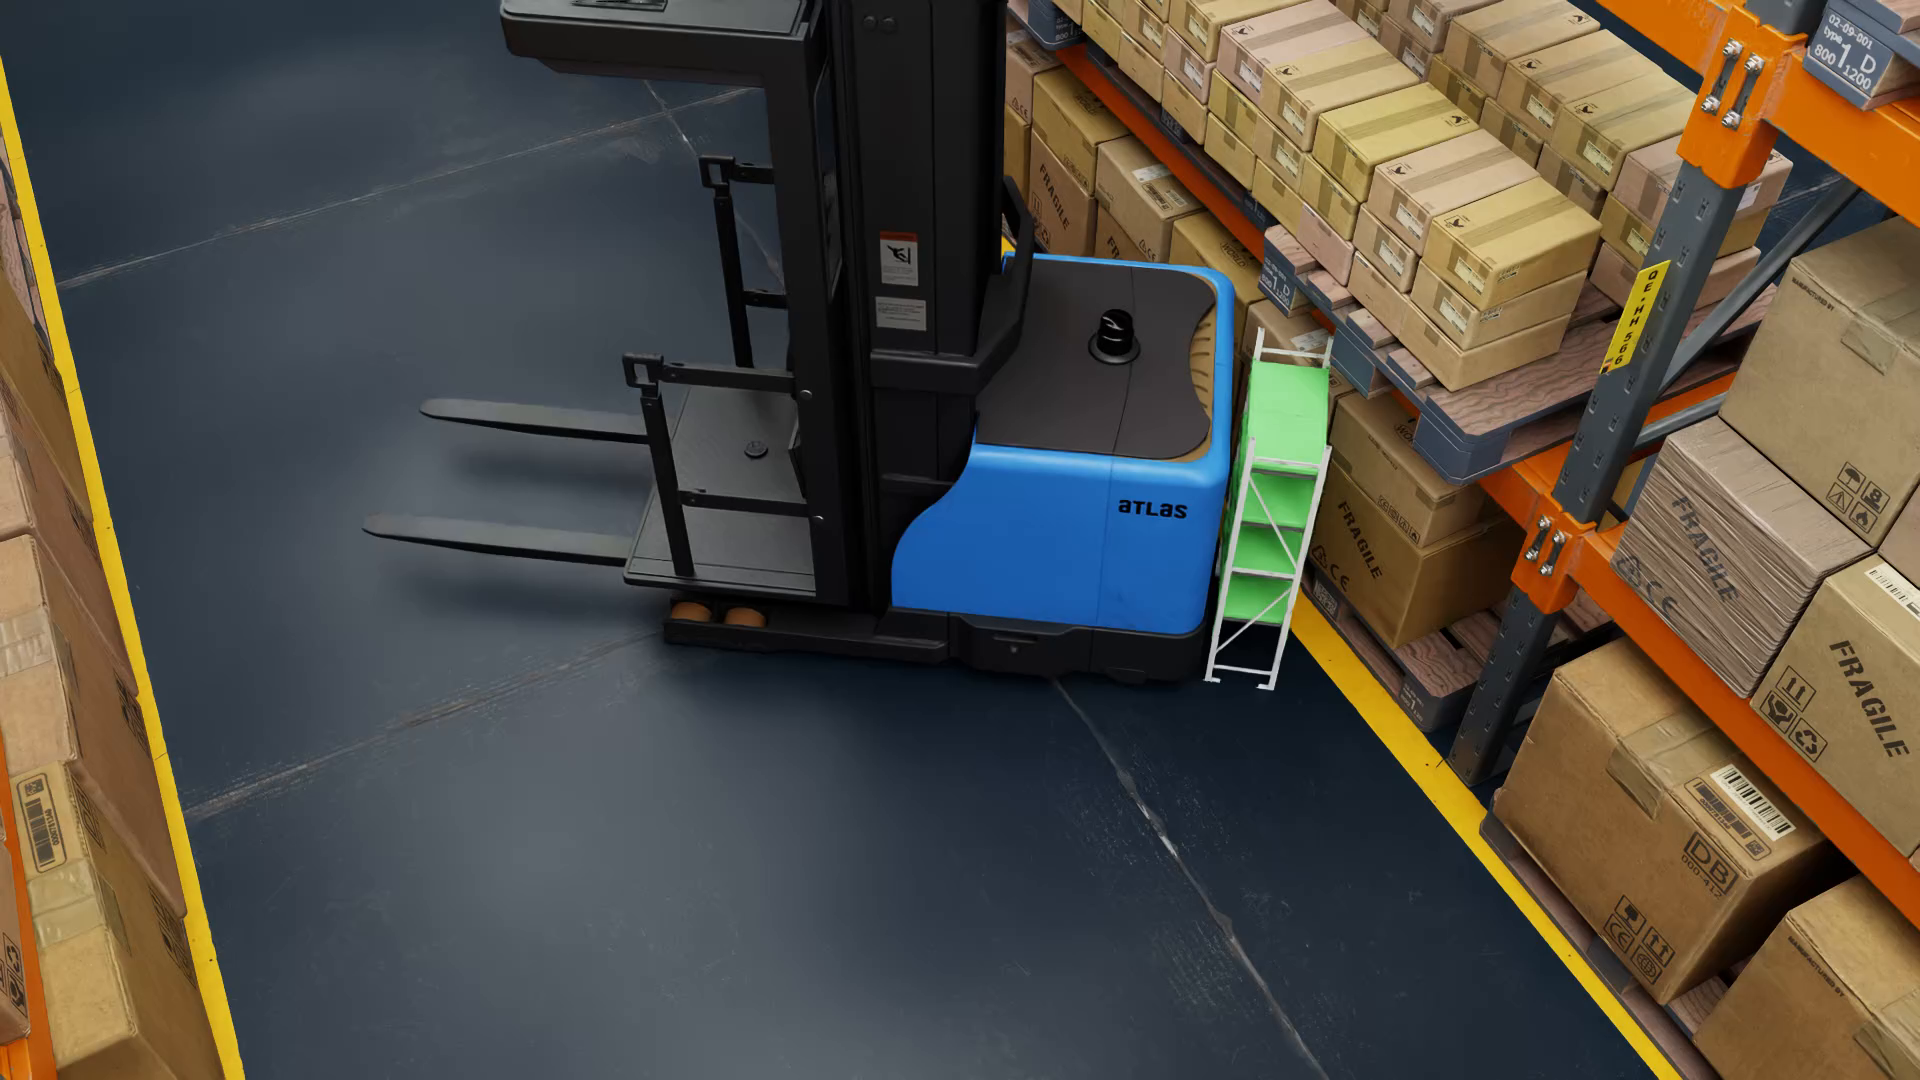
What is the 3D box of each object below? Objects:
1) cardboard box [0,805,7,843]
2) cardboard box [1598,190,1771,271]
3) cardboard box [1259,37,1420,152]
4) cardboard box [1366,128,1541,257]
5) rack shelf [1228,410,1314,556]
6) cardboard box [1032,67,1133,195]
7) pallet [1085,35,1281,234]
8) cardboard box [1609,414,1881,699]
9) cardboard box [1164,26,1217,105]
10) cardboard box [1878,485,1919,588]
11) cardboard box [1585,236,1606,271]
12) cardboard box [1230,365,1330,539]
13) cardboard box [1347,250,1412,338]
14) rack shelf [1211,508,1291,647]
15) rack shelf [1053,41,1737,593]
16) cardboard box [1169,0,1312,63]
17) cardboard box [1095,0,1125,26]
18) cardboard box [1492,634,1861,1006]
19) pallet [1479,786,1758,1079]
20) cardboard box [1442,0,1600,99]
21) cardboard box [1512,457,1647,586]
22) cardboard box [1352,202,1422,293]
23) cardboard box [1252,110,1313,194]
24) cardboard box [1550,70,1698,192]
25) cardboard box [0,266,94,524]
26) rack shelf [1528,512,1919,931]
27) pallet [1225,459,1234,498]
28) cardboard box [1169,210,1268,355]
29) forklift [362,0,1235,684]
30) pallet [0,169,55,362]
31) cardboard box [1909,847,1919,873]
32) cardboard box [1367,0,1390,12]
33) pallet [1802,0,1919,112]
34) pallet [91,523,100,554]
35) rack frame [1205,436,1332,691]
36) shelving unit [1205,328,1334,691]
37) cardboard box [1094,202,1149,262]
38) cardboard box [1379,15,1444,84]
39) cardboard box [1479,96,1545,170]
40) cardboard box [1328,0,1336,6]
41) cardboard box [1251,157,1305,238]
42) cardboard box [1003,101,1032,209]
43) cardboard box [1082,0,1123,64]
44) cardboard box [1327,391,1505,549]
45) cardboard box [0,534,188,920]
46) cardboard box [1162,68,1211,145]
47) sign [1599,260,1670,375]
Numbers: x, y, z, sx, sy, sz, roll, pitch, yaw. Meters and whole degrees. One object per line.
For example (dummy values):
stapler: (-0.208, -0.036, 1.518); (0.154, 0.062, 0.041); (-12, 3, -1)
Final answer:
cardboard box: (-2.570, 0.473, 3.777); (0.500, 0.500, 0.500); (-22, 53, -18)
cardboard box: (2.062, -0.918, 4.750); (0.380, 0.149, 0.250); (-19, 52, -16)
cardboard box: (1.114, -1.315, 4.900); (0.380, 0.149, 0.250); (-20, 52, -16)
cardboard box: (1.360, -0.962, 4.592); (0.380, 0.149, 0.250); (-22, 52, -18)
rack shelf: (1.017, -0.189, 5.384); (0.258, 0.148, 0.480); (7, 49, 6)
cardboard box: (0.623, -1.670, 6.601); (0.500, 0.250, 0.500); (-20, 52, -17)
pallet: (1.162, -1.619, 5.801); (1.003, 0.211, 1.213); (-21, 52, -18)
cardboard box: (2.070, -0.011, 4.201); (0.500, 0.500, 0.500); (-21, 52, -17)
cardboard box: (0.882, -1.562, 5.313); (0.380, 0.149, 0.250); (-20, 52, -17)
cardboard box: (2.534, -0.092, 3.607); (0.700, 0.500, 0.500); (-22, 52, -18)
cardboard box: (1.957, -0.976, 4.999); (0.380, 0.149, 0.250); (-19, 51, -16)
cardboard box: (1.337, -0.386, 5.977); (0.500, 0.500, 0.500); (-19, 52, -16)
cardboard box: (1.358, -0.766, 4.815); (0.380, 0.149, 0.250); (-21, 52, -18)
rack shelf: (1.017, 0.127, 5.745); (0.258, 0.148, 0.480); (7, 49, 6)
rack shelf: (1.189, -1.474, 6.024); (1.077, 0.370, 4.000); (-21, 52, -18)
cardboard box: (0.883, -1.660, 5.201); (0.380, 0.149, 0.250); (-19, 51, -16)
cardboard box: (0.650, -1.904, 5.613); (0.380, 0.149, 0.250); (-22, 52, -18)
cardboard box: (2.303, 0.669, 4.888); (1.050, 0.750, 0.750); (-22, 52, -18)
pallet: (2.398, 1.100, 5.148); (1.003, 0.211, 1.213); (-21, 52, -18)
cardboard box: (1.711, -1.521, 5.081); (0.380, 0.149, 0.250); (-23, 53, -19)
cardboard box: (2.008, -0.248, 5.856); (0.500, 0.500, 0.500); (-23, 53, -19)
cardboard box: (1.350, -0.877, 4.715); (0.380, 0.149, 0.250); (-19, 52, -16)
cardboard box: (1.113, -1.220, 5.015); (0.380, 0.149, 0.250); (-21, 52, -17)
cardboard box: (1.940, -1.178, 4.780); (0.380, 0.149, 0.250); (-22, 53, -18)
cardboard box: (-3.872, -0.426, 5.762); (1.225, 0.875, 0.875); (-21, 52, -17)
rack shelf: (3.020, 1.204, 3.682); (1.077, 0.370, 4.000); (-21, 52, -18)
pallet: (1.194, -0.793, 6.803); (1.003, 0.211, 1.213); (-21, 52, -18)
cardboard box: (1.099, -0.981, 5.999); (0.500, 0.250, 0.500); (-20, 52, -17)
forklift: (-0.614, -0.961, 5.143); (3.031, 2.935, 1.130); (6, 49, 5)
pallet: (-4.461, -1.026, 7.007); (1.003, 0.211, 1.213); (-21, 52, -18)
cardboard box: (2.536, 0.666, 3.609); (0.500, 0.500, 0.500); (-21, 52, -18)
cardboard box: (1.463, -1.878, 5.393); (0.380, 0.149, 0.250); (-20, 52, -16)
pallet: (2.446, -0.885, 3.164); (1.213, 0.211, 1.003); (-19, 51, -16)
pallet: (-3.762, 0.000, 6.110); (1.003, 0.211, 1.213); (-21, 52, -18)
rack frame: (0.975, 0.108, 5.358); (0.240, 1.200, 0.015); (7, 49, 6)
shelving unit: (1.017, -0.073, 5.516); (0.258, 1.200, 0.503); (7, 49, 6)
cardboard box: (0.872, -1.079, 6.583); (0.500, 0.500, 0.500); (-20, 52, -17)
cardboard box: (1.582, -1.612, 5.357); (0.380, 0.149, 0.250); (-21, 52, -17)
cardboard box: (1.811, -1.276, 5.064); (0.380, 0.149, 0.250); (-23, 53, -19)
cardboard box: (1.344, -1.959, 5.661); (0.380, 0.149, 0.250); (-19, 52, -16)
cardboard box: (1.129, -1.106, 5.113); (0.380, 0.149, 0.250); (-22, 52, -18)
cardboard box: (0.377, -1.778, 7.194); (0.500, 0.500, 0.500); (-19, 52, -16)
cardboard box: (0.648, -1.810, 5.729); (0.380, 0.149, 0.250); (-22, 52, -18)
cardboard box: (1.559, -0.302, 5.404); (0.500, 0.250, 0.500); (-22, 52, -18)
cardboard box: (-3.050, 0.762, 4.723); (1.225, 0.875, 0.875); (-21, 52, -17)
cardboard box: (0.888, -1.460, 5.422); (0.380, 0.149, 0.250); (-20, 52, -16)
sign: (1.626, -0.534, 4.007); (0.100, 0.325, 0.005); (-21, 52, -18)
